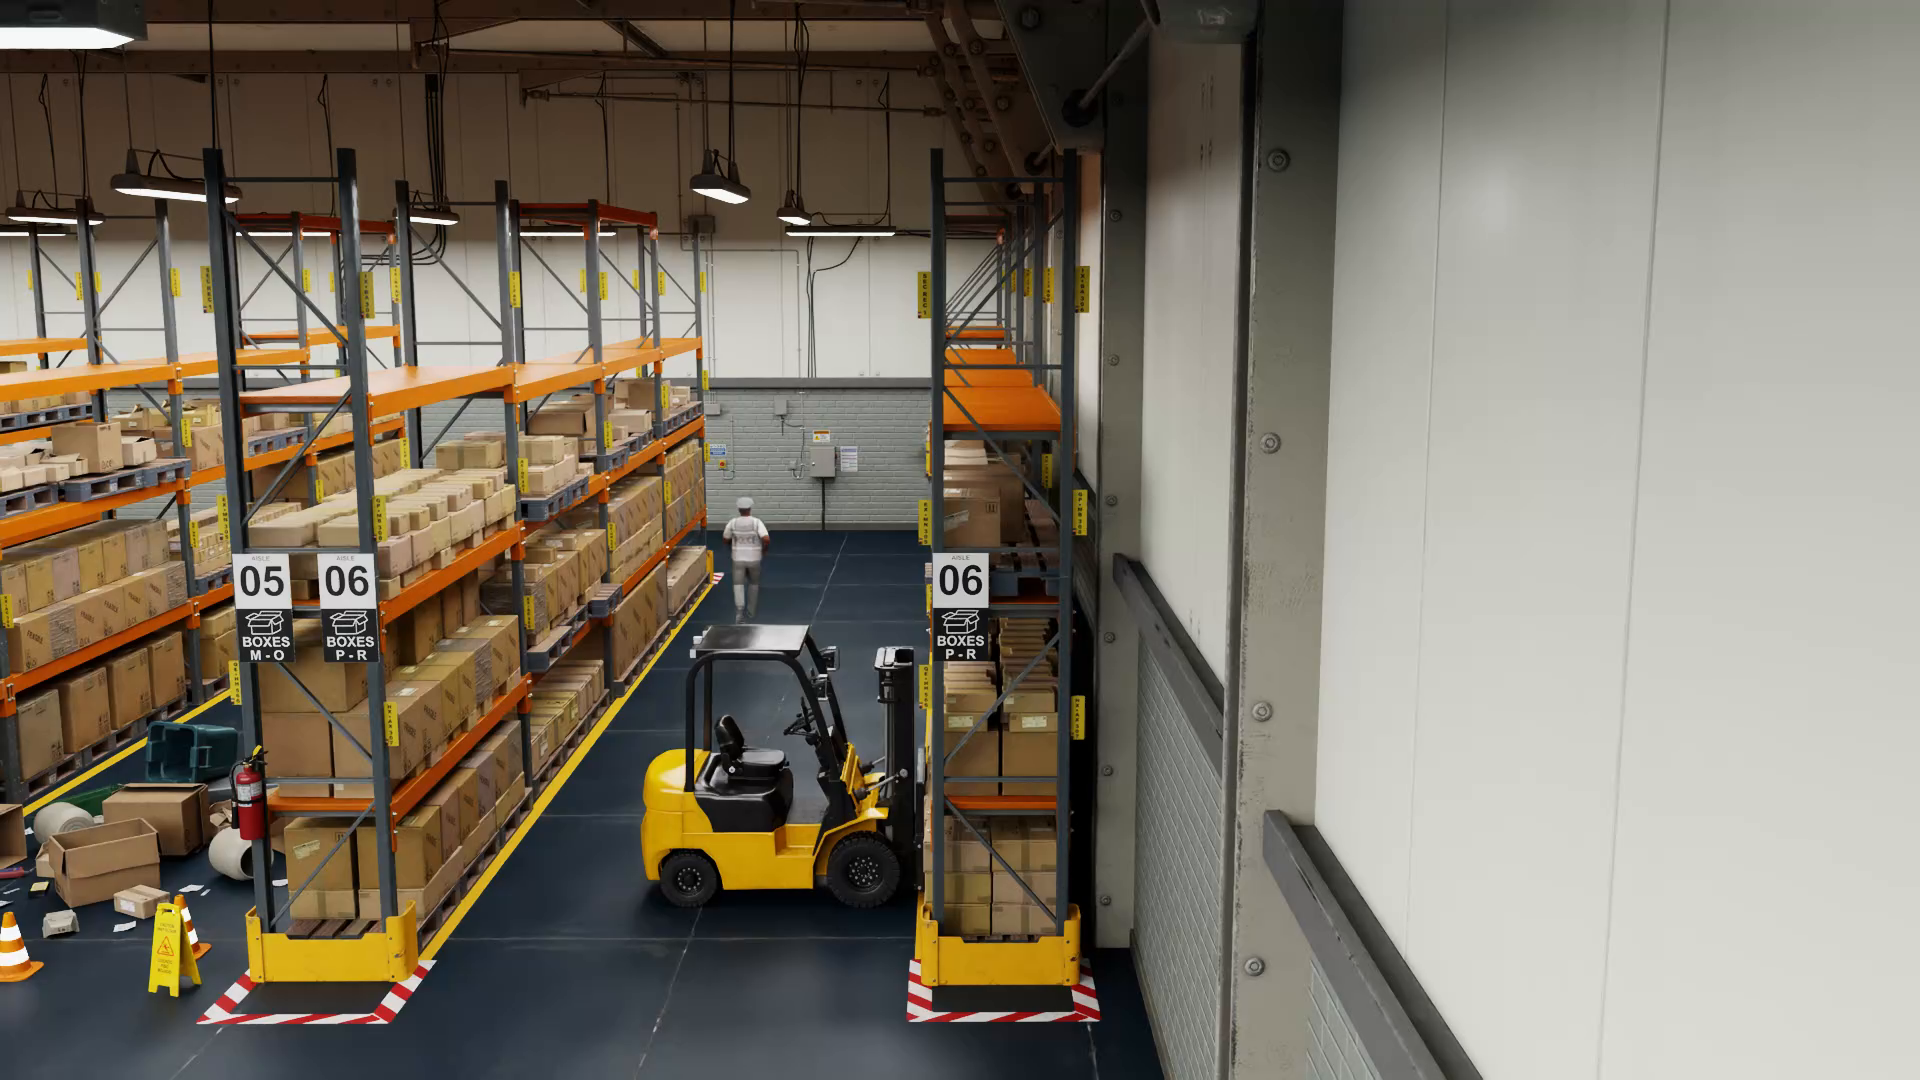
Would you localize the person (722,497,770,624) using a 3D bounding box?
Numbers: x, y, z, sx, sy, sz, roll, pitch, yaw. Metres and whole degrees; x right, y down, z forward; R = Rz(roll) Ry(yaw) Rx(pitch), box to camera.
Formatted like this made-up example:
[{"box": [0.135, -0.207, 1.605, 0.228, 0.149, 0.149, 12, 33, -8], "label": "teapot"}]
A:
[{"box": [-3.008, 0.275, 23.489, 0.675, 1.790, 0.725, -1, 9, -3], "label": "person"}]
